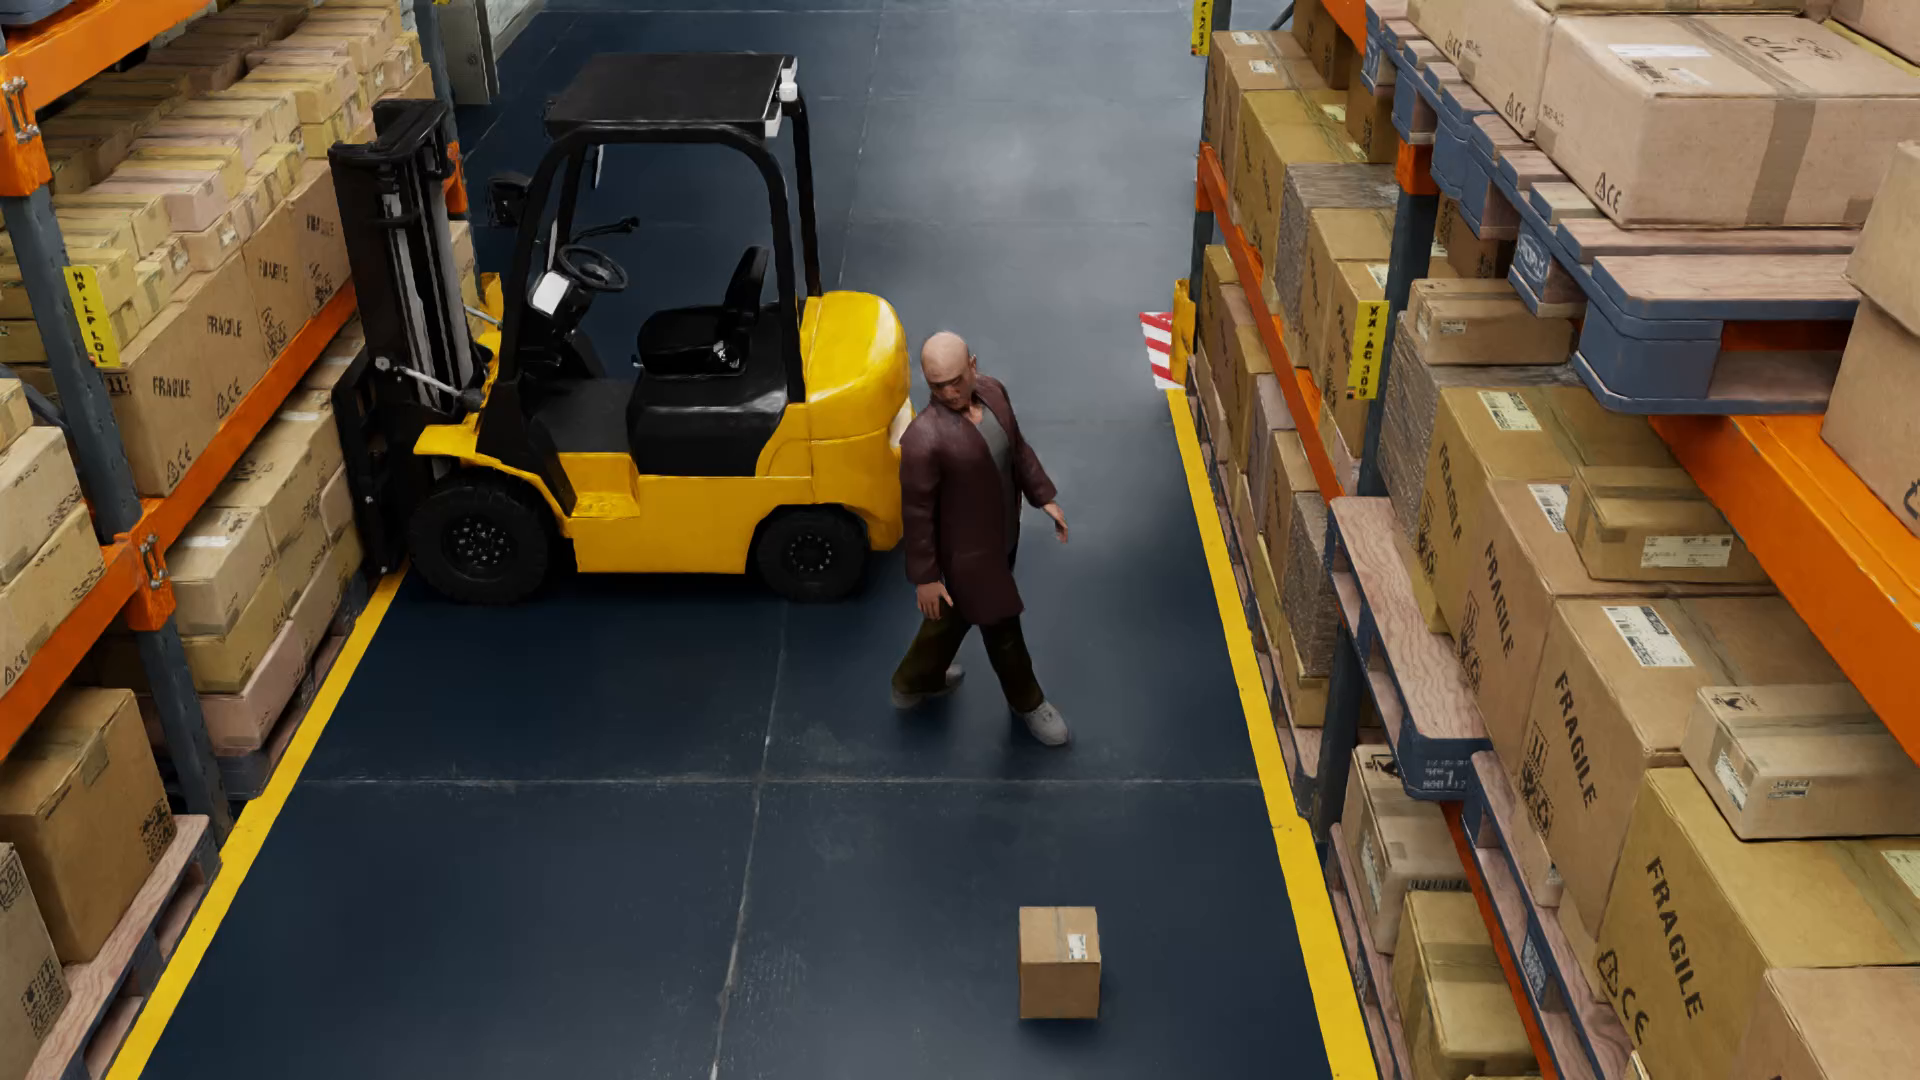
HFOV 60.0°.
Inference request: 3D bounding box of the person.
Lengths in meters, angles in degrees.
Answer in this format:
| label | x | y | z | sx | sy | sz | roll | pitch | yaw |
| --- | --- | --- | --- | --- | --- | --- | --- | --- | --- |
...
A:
| label | x | y | z | sx | sy | sz | roll | pitch | yaw |
| --- | --- | --- | --- | --- | --- | --- | --- | --- | --- |
| person | 0.070 | 0.010 | 6.158 | 0.746 | 1.740 | 0.613 | 10 | 33 | 16 |
